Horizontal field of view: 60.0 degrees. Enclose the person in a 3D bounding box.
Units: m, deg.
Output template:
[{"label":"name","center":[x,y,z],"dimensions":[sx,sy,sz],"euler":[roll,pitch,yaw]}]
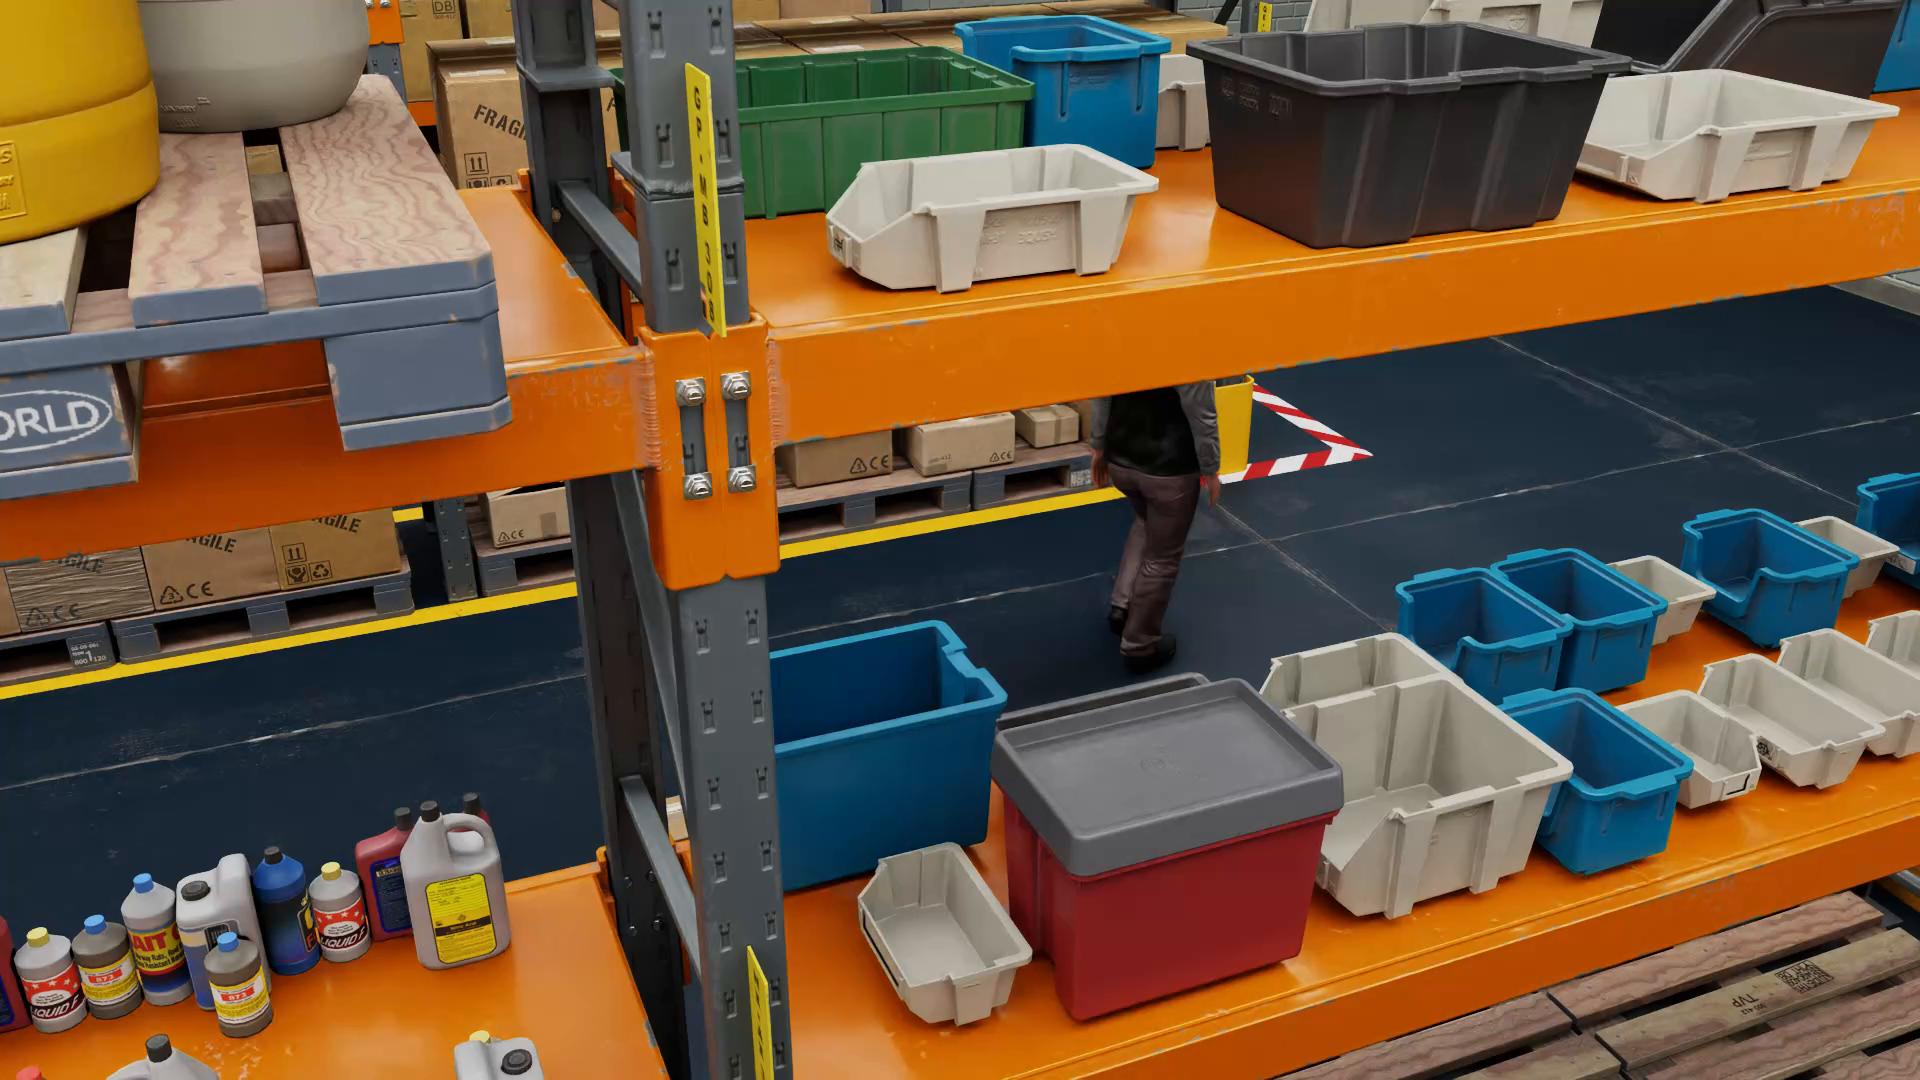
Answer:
[{"label":"person","center":[0.824,-0.292,6.716],"dimensions":[0.470,1.749,0.565],"euler":[-23,34,-39]}]
